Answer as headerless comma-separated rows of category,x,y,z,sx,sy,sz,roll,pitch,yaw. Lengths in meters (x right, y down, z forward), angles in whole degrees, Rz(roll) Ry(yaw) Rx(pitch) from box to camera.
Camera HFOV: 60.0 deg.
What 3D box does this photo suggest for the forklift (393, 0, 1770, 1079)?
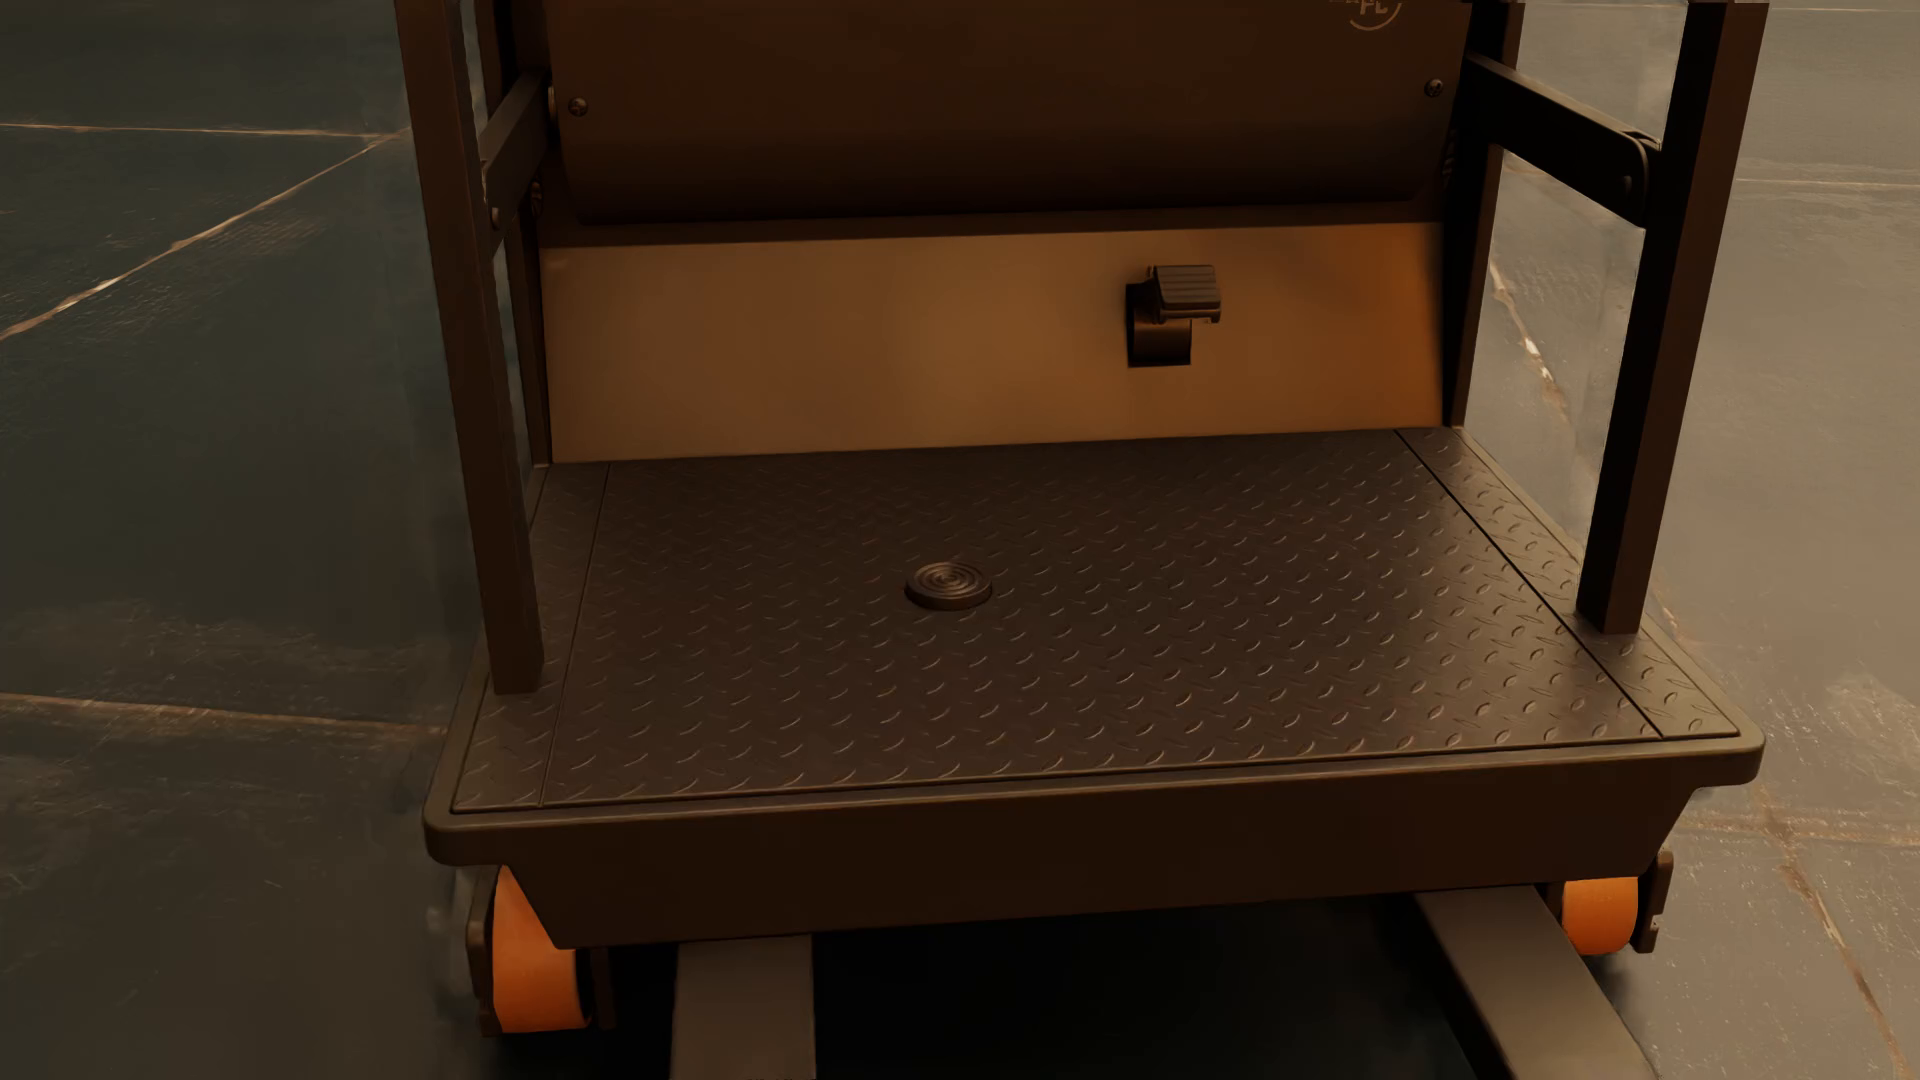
forklift,0.079,-1.009,1.239,1.130,2.935,3.031,-3,27,-5
